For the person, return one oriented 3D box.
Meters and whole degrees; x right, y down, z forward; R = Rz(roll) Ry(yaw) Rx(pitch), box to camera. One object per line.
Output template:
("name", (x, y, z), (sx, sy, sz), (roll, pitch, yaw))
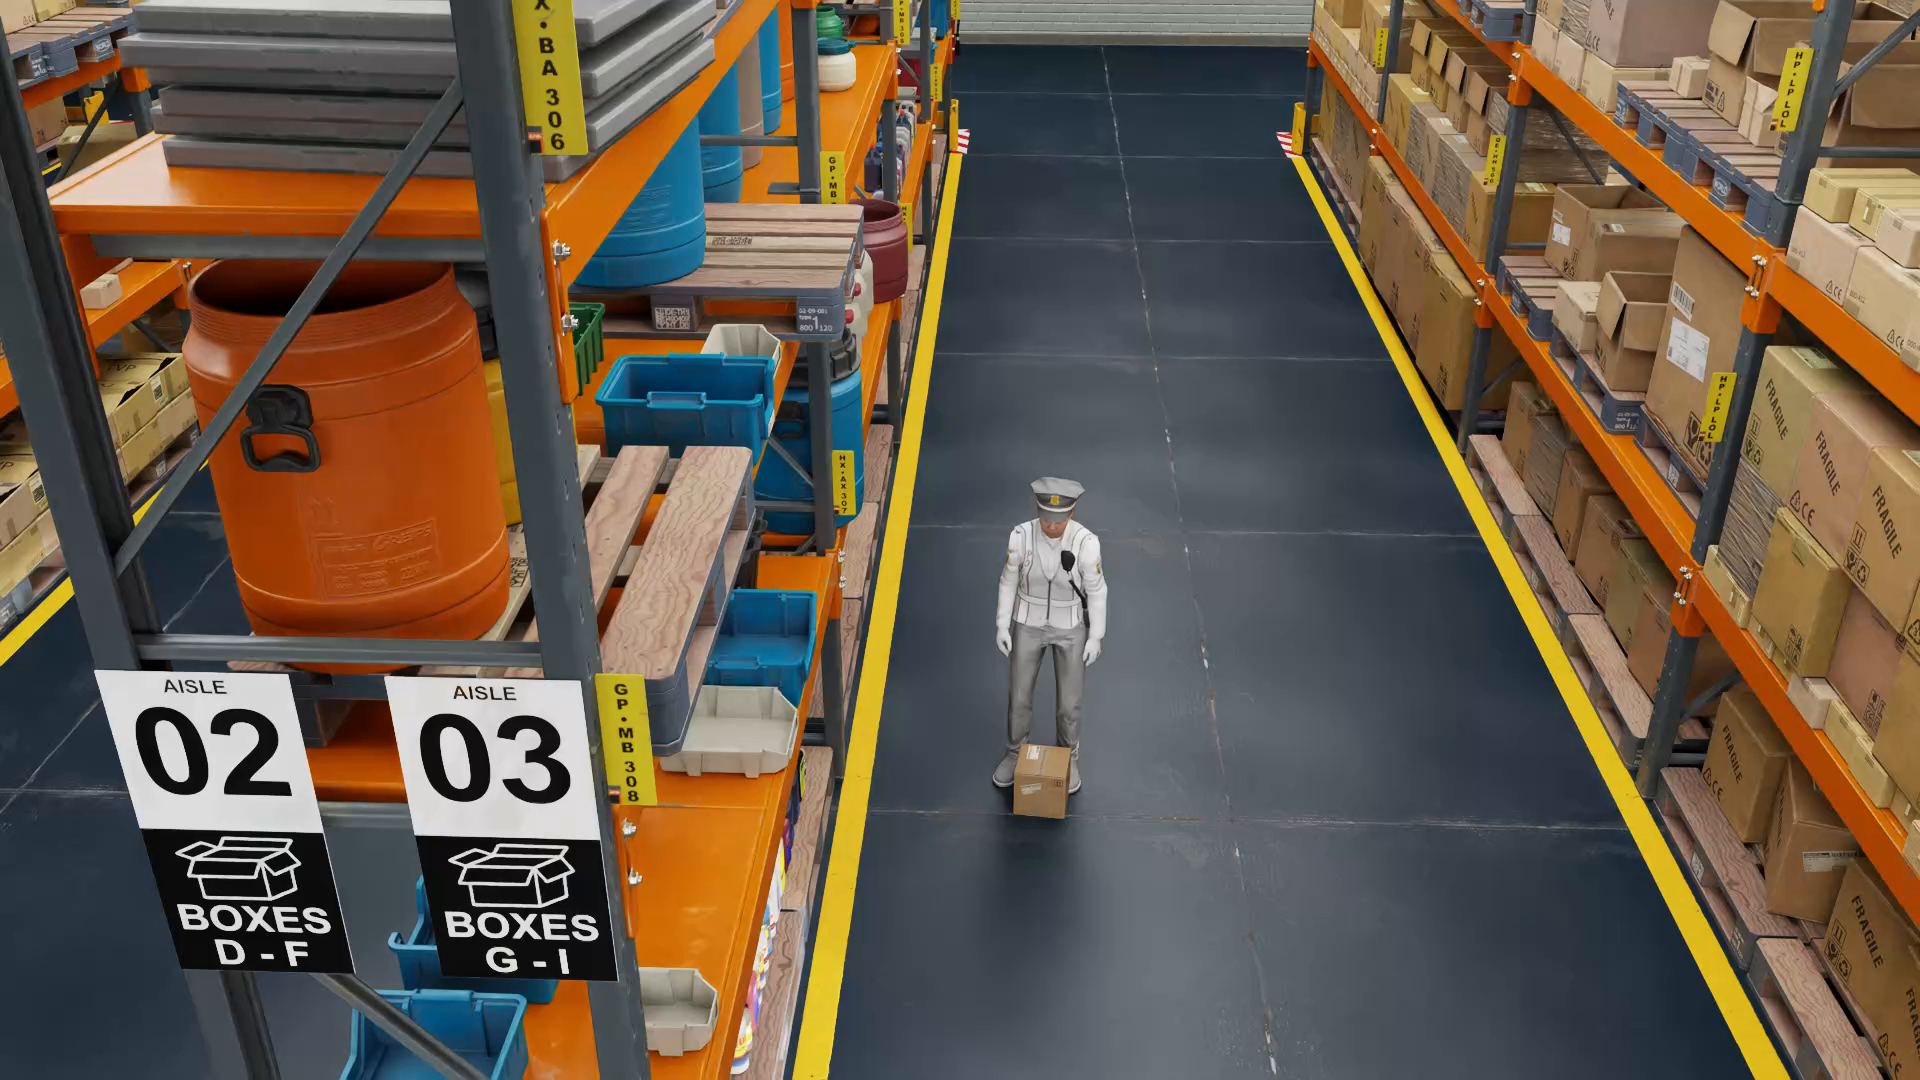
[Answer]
("person", (0.434, 0.444, 8.011), (0.529, 1.662, 0.373), (5, 29, 10))
